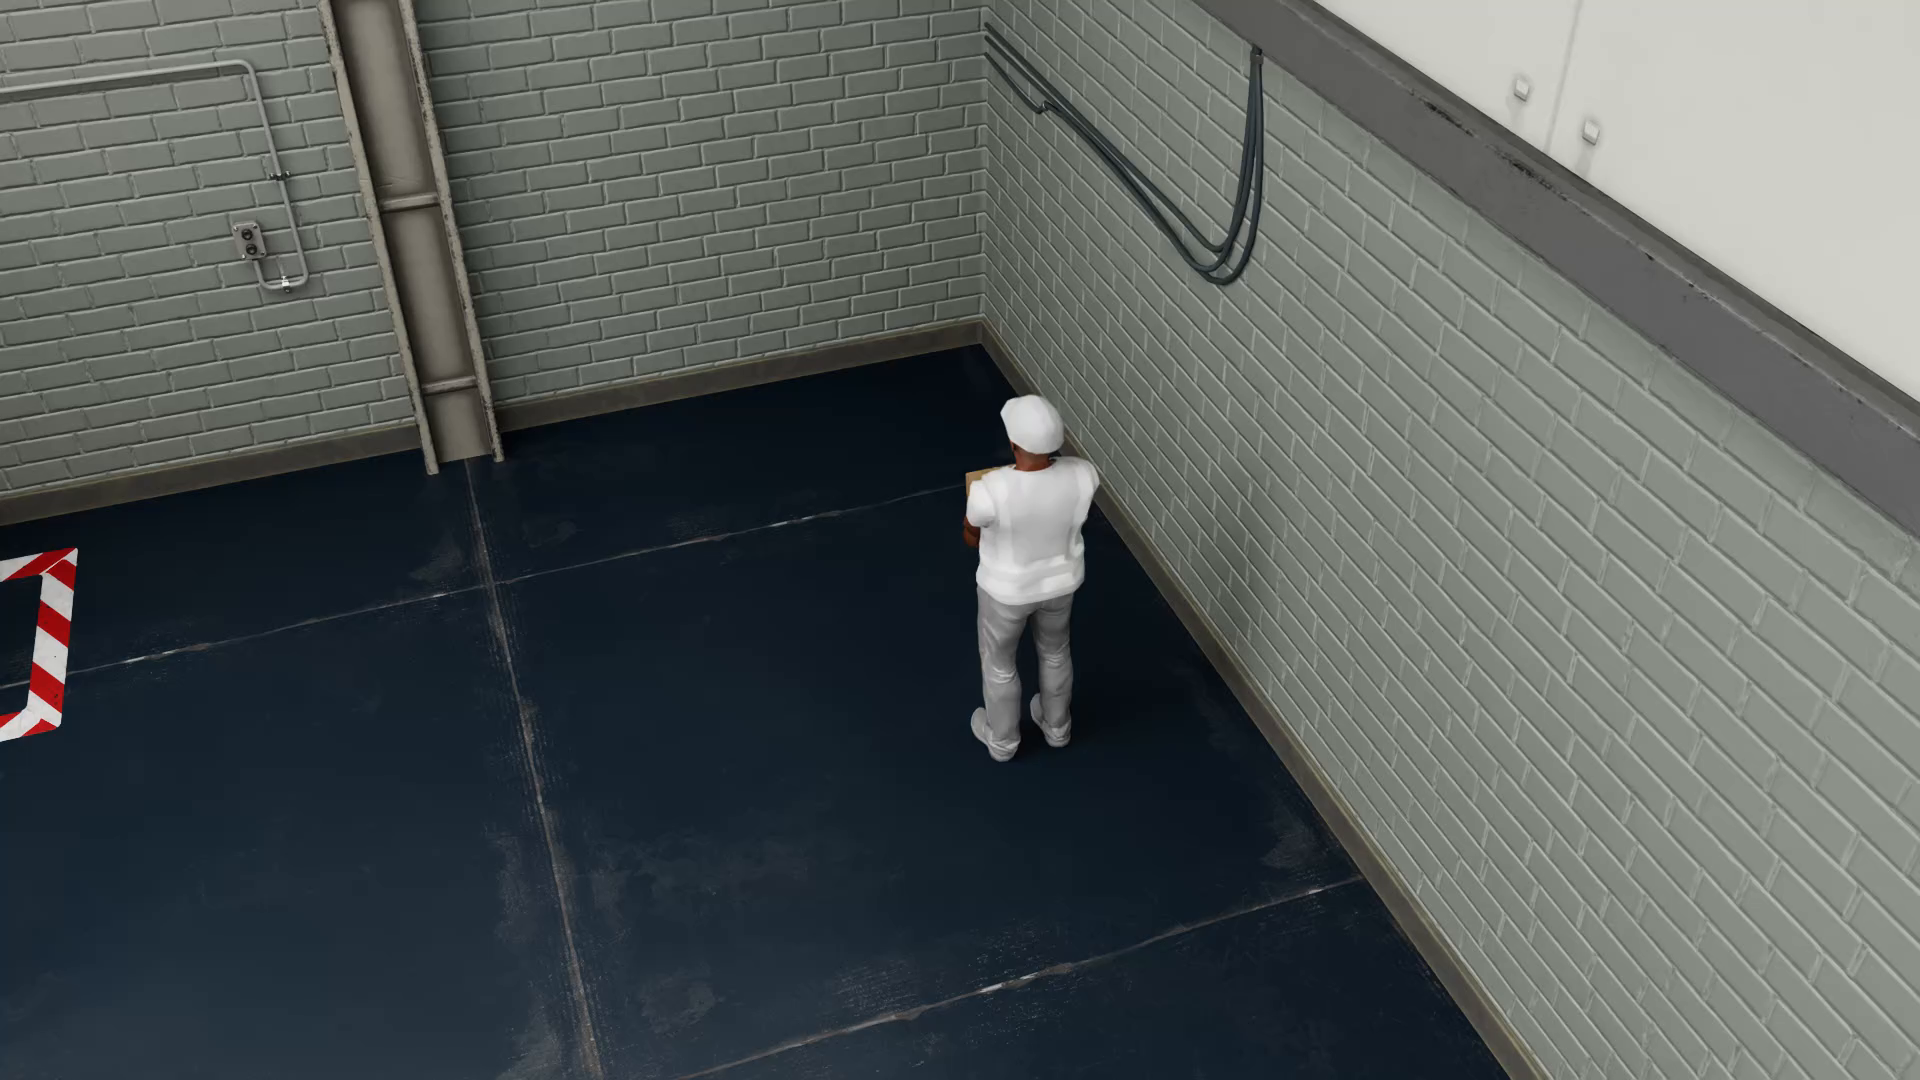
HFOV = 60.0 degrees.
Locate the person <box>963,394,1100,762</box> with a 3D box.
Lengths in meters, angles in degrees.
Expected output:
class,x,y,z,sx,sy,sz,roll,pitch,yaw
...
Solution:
class,x,y,z,sx,sy,sz,roll,pitch,yaw
person,0.231,0.103,6.637,0.503,1.758,0.577,-12,39,-15
